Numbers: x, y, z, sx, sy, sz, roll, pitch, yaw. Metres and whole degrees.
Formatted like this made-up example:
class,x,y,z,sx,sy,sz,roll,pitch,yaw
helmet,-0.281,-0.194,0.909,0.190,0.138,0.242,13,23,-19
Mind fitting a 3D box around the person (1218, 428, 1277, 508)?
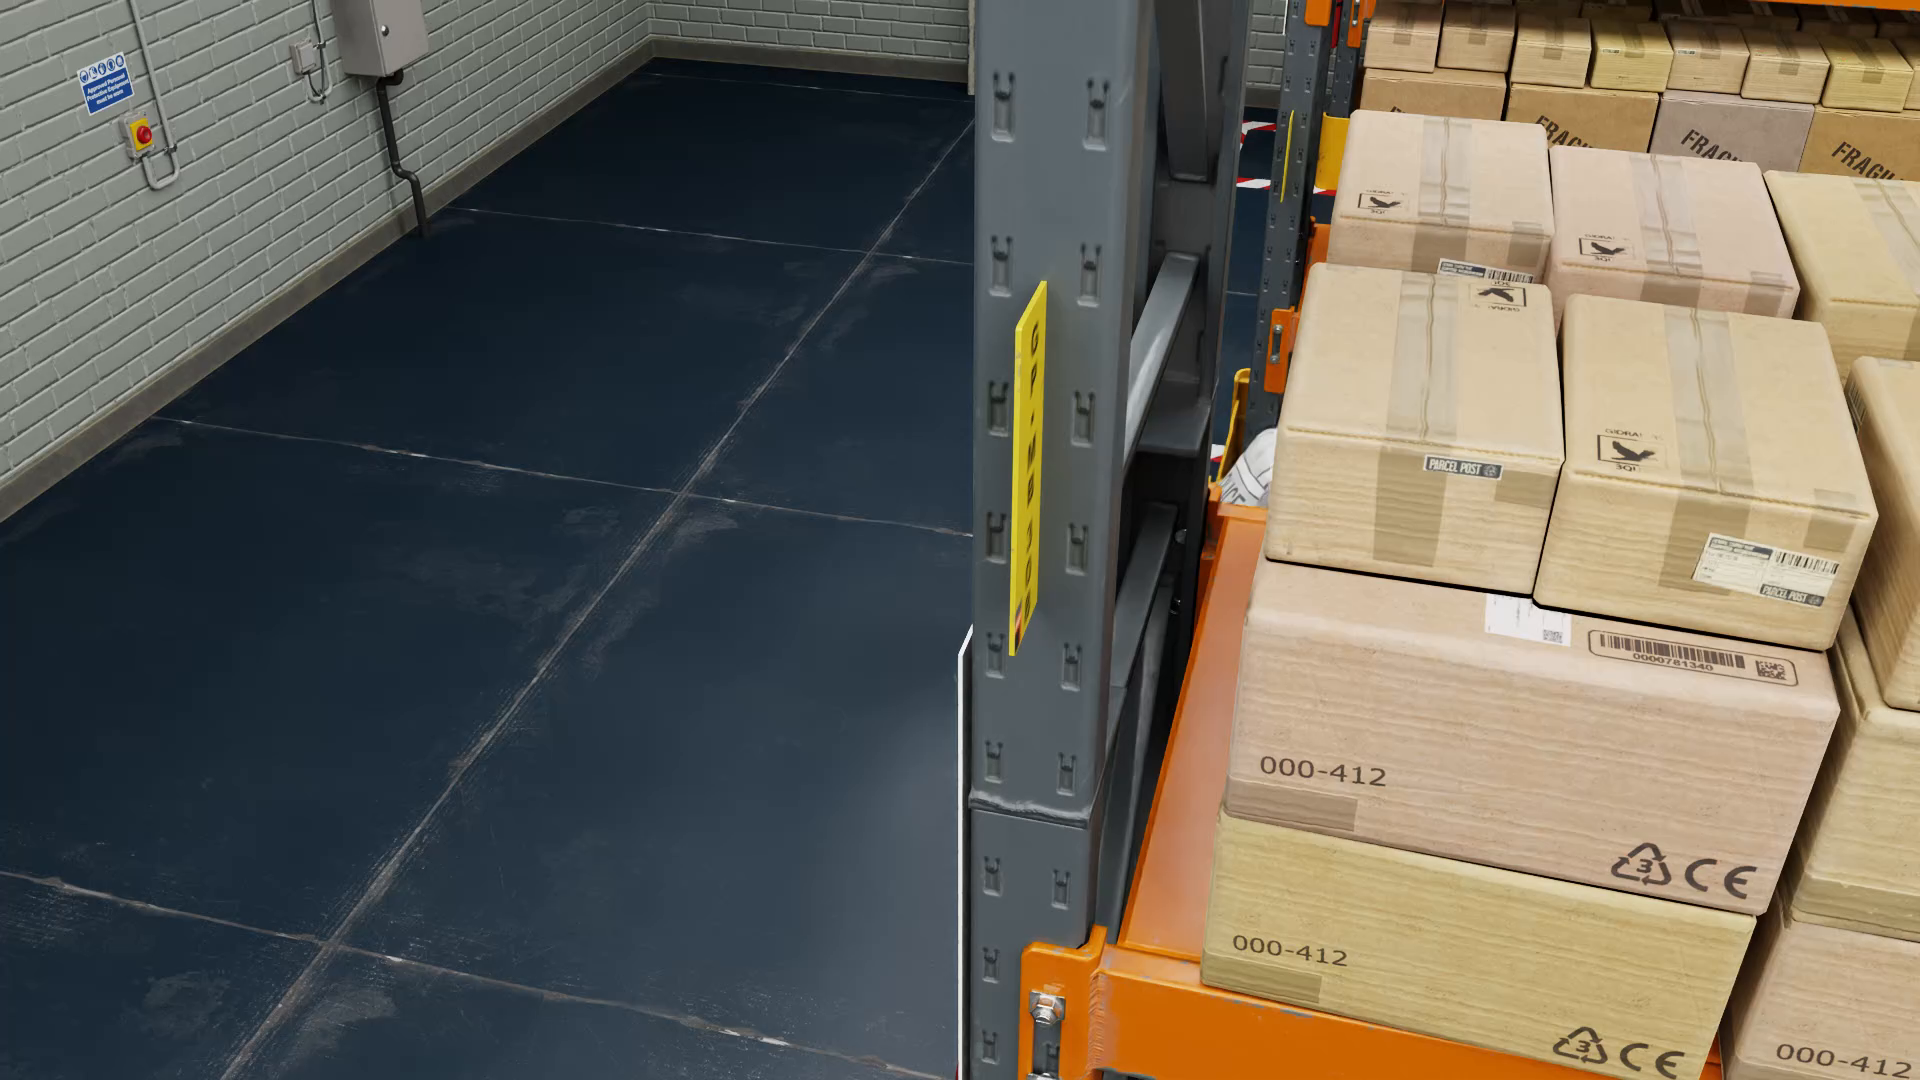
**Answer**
class,x,y,z,sx,sy,sz,roll,pitch,yaw
person,1.134,0.103,6.205,0.673,1.430,0.534,1,33,2
